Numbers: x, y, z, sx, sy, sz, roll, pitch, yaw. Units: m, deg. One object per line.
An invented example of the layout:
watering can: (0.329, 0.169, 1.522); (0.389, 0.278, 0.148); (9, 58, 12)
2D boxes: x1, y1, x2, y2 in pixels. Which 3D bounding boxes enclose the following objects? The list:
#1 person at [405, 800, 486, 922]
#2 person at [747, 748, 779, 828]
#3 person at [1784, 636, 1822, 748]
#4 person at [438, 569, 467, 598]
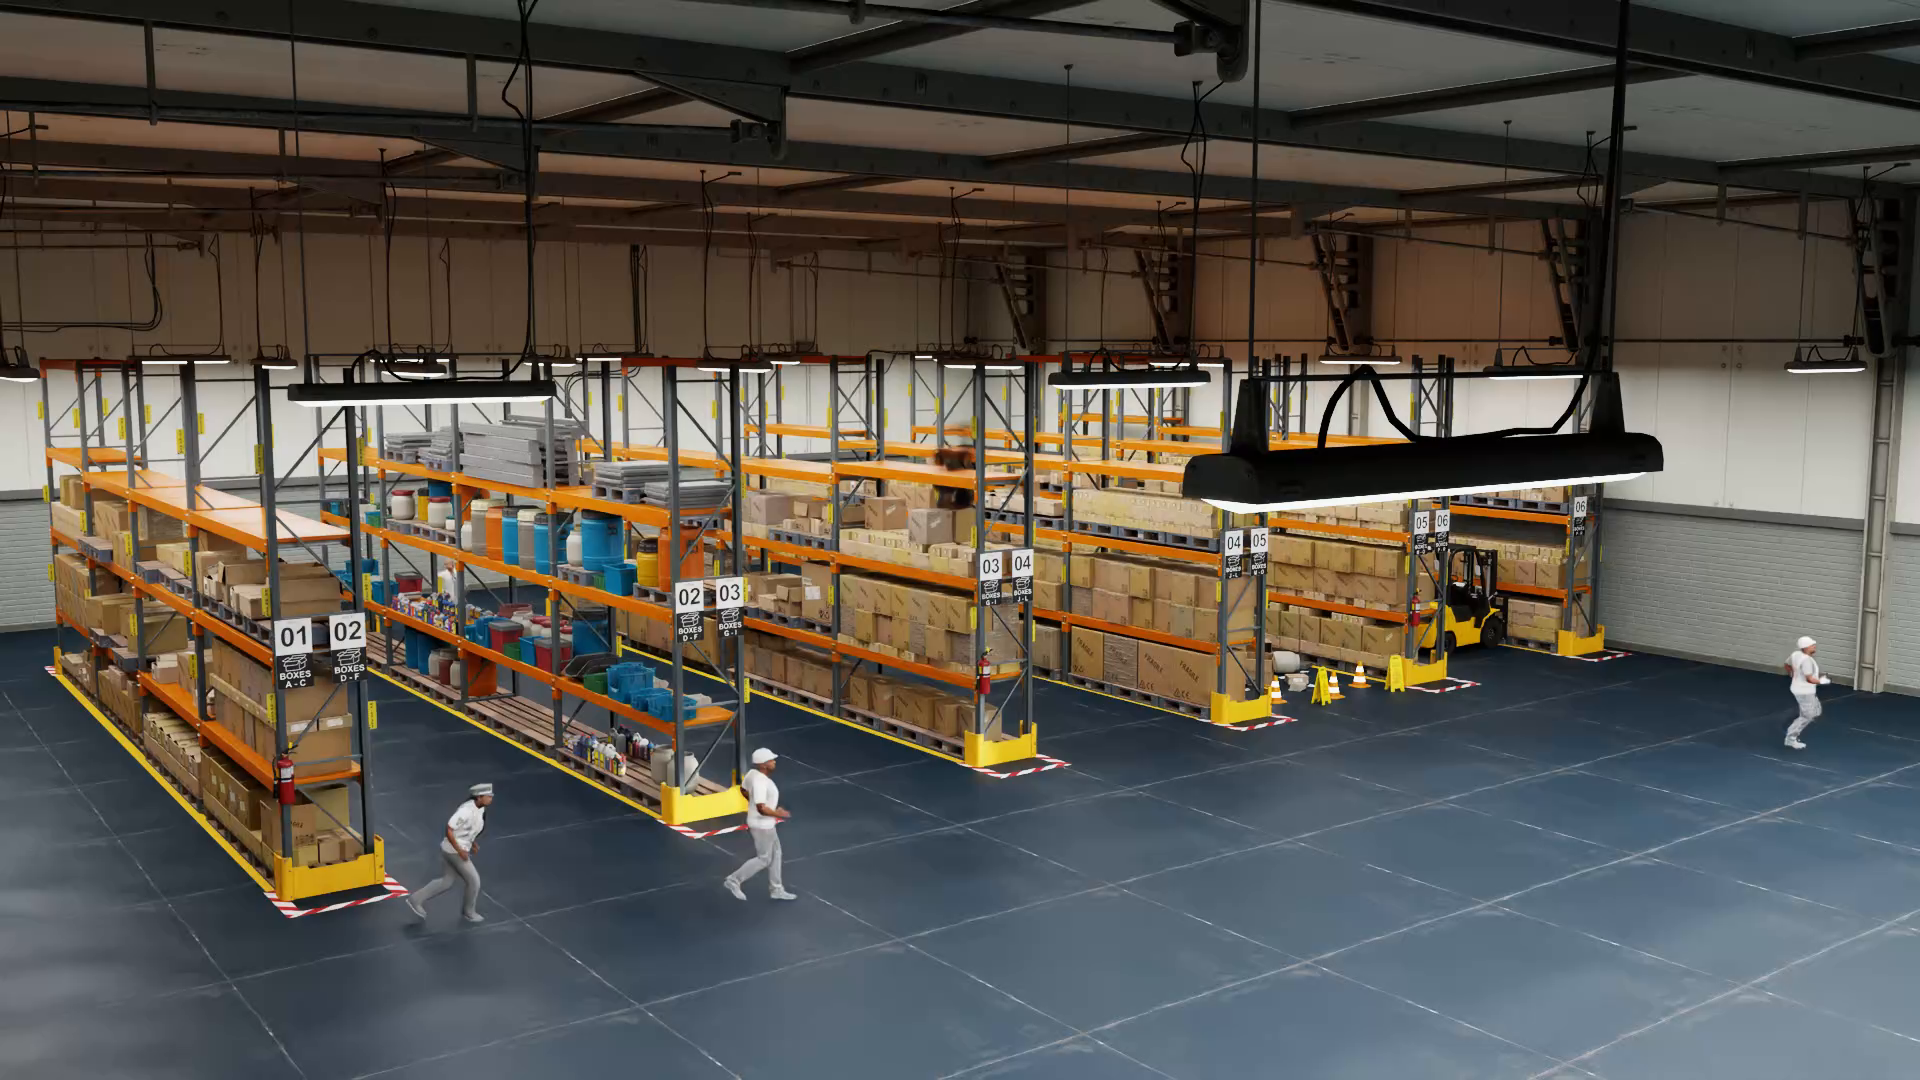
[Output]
person: (-5.620, 3.522, 18.164); (0.876, 1.384, 0.410); (0, 7, 1)
person: (-2.220, 2.770, 18.686); (0.357, 0.876, 0.436); (-1, 7, -12)
person: (13.122, 2.359, 25.771); (0.544, 1.746, 0.467); (2, 7, 15)
person: (-10.722, 1.064, 35.162); (0.447, 0.937, 0.732); (6, 9, 39)
